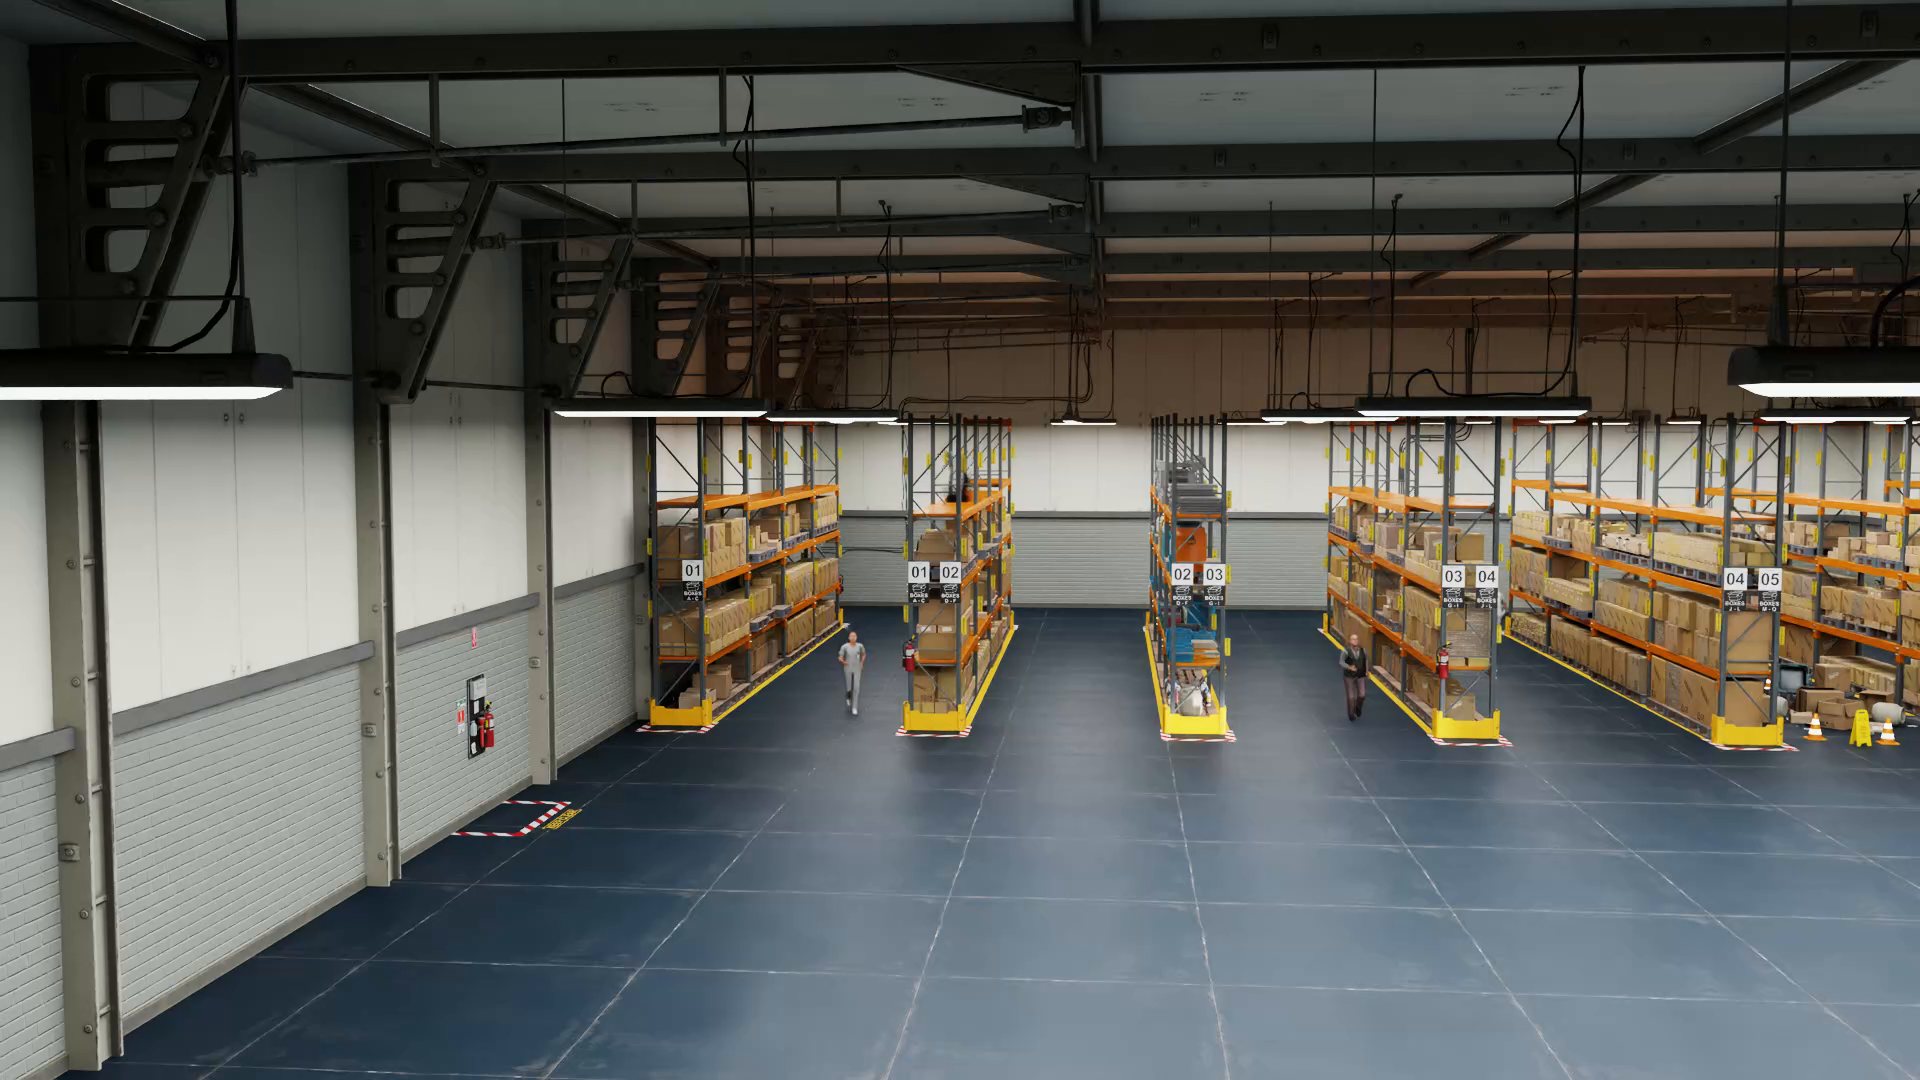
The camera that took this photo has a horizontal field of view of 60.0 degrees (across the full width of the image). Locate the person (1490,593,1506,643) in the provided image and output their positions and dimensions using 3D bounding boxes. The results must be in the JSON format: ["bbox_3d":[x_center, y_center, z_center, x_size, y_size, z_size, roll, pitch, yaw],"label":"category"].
[{"bbox_3d":[13.756,1.969,42.958,0.676,1.748,0.576,1,4,11],"label":"person"}]

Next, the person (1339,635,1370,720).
[{"bbox_3d":[7.726,2.692,32.458,0.645,1.679,0.592,0,4,1],"label":"person"}]

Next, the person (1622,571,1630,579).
[{"bbox_3d":[18.837,1.649,47.240,0.661,1.749,0.644,0,4,4],"label":"person"}]

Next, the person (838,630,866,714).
[{"bbox_3d":[-2.154,2.630,33.391,0.578,1.643,0.880,-1,4,-11],"label":"person"}]

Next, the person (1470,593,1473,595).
[{"bbox_3d":[14.129,1.823,46.639,1.054,1.503,0.659,-2,4,-28],"label":"person"}]
